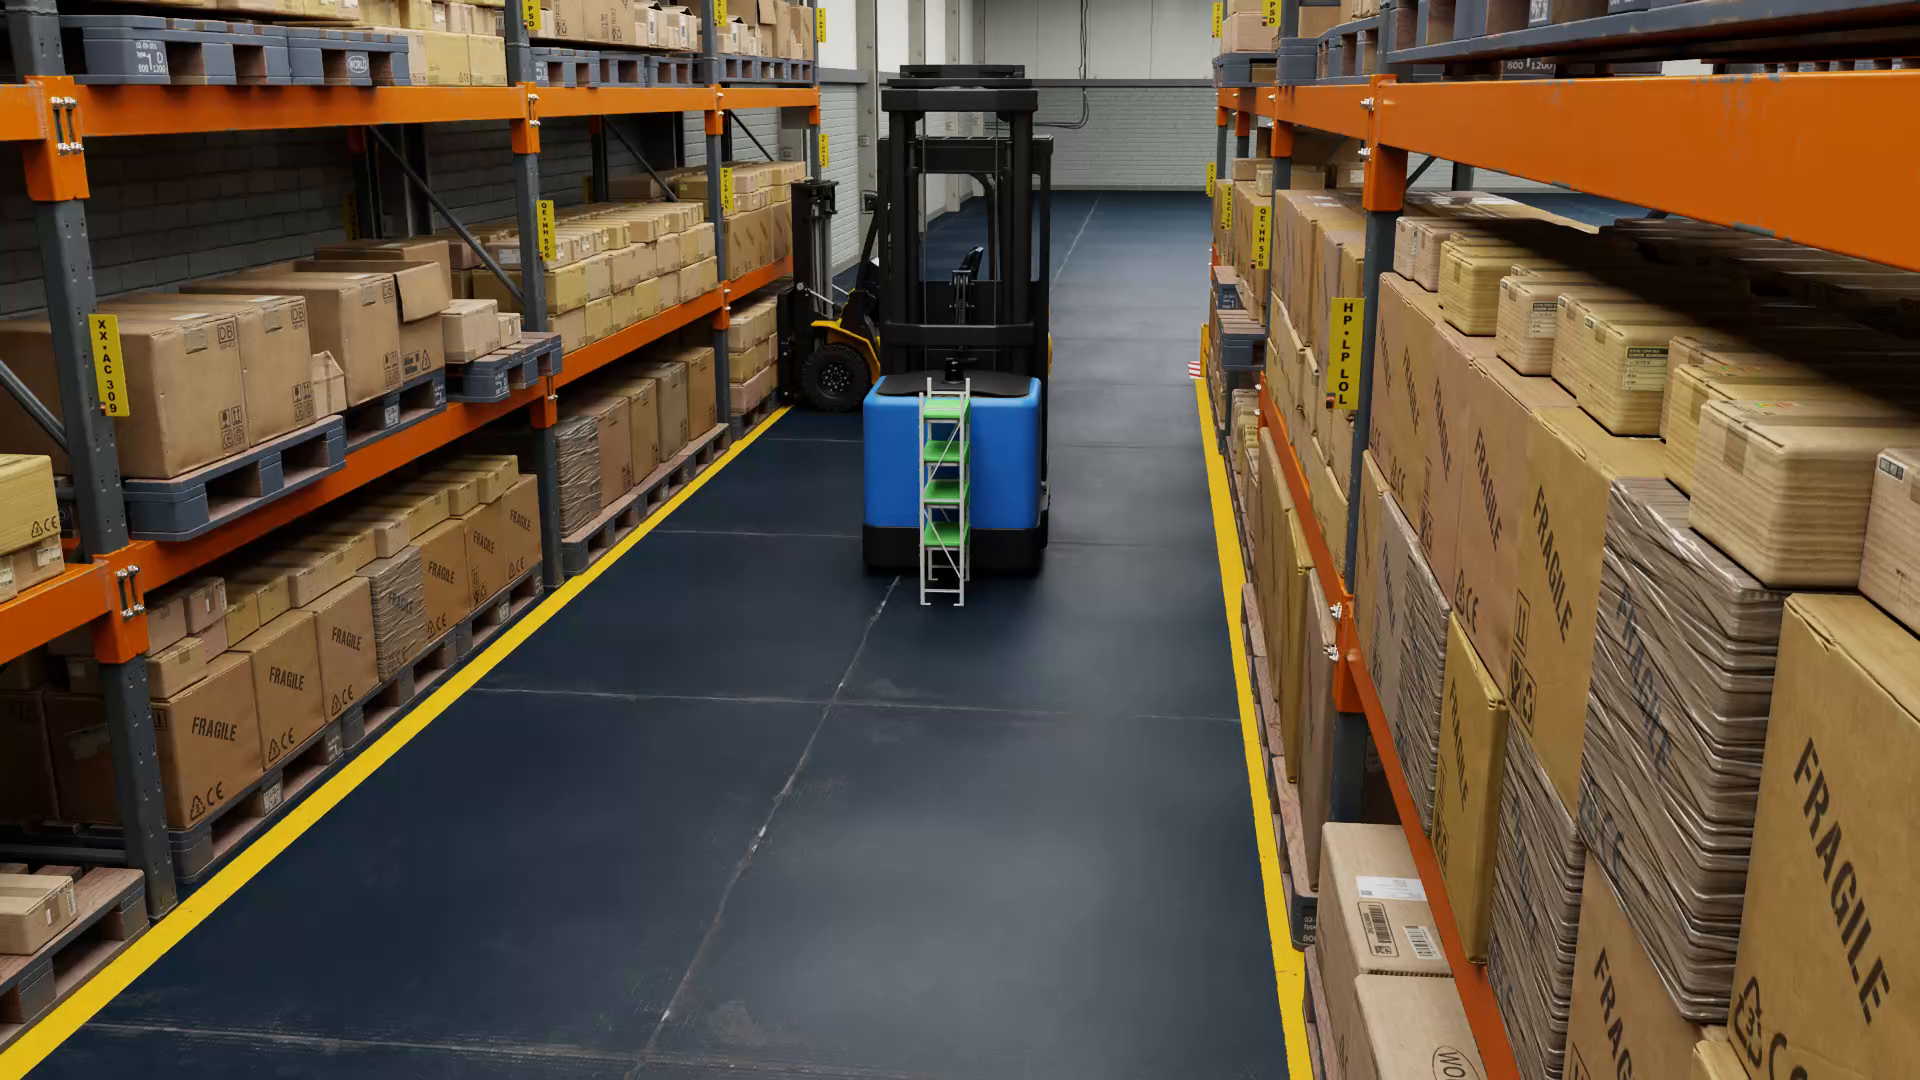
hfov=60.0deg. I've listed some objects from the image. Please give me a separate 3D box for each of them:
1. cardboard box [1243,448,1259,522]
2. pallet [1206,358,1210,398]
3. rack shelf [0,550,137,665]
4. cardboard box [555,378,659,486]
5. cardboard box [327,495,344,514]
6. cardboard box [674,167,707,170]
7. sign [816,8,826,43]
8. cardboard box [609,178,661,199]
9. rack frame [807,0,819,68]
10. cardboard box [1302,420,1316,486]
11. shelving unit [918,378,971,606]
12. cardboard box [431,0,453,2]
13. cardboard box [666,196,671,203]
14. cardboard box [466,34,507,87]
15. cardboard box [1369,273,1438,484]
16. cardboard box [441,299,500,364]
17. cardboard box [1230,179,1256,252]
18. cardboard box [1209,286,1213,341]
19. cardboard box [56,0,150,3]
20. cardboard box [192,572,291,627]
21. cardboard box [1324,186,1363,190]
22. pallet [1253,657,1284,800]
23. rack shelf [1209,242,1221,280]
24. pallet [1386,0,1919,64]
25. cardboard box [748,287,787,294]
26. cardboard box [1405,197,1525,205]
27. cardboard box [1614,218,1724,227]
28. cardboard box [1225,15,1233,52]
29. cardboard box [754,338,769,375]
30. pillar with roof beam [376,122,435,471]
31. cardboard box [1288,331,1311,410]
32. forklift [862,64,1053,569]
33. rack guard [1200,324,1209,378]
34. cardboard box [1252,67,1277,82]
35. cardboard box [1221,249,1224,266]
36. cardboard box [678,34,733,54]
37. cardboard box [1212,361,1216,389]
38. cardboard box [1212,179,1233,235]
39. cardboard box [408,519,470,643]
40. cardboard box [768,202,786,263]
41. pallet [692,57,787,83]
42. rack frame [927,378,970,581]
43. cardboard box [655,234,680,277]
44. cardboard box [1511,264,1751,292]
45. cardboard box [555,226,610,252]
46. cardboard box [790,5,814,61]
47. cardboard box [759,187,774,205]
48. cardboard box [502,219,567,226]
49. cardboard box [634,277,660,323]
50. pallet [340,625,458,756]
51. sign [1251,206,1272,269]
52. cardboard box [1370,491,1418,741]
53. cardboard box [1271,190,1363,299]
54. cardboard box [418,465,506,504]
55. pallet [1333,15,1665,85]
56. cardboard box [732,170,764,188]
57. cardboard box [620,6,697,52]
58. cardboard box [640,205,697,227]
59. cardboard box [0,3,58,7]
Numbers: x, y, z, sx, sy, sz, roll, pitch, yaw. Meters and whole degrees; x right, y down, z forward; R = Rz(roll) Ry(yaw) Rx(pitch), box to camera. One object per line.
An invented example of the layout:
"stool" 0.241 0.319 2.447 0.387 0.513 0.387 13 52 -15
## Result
"cardboard box" 2.268 -0.318 10.320 0.950 0.372 0.625 1 15 5
"pallet" 2.886 -1.545 15.971 1.003 0.211 1.213 2 15 6
"rack shelf" -3.491 0.713 3.658 1.077 0.370 4.000 2 15 6
"cardboard box" -2.588 -0.753 11.445 0.875 0.625 0.625 1 15 4
"cardboard box" -3.310 -0.171 8.290 0.380 0.149 0.250 1 15 4
"cardboard box" -2.415 -3.356 15.323 0.380 0.149 0.250 1 15 5
"sign" -1.373 -5.083 16.423 0.100 0.325 0.005 2 15 6
"cardboard box" -2.626 -2.825 13.359 0.380 0.149 0.250 2 15 6
"rack frame" -1.911 -6.162 16.210 1.000 3.000 0.127 2 15 6
"cardboard box" 1.602 -0.322 6.393 0.500 0.250 0.500 1 15 5
"shelving unit" -0.082 -0.278 9.393 0.258 1.200 0.503 1 15 4
"cardboard box" -2.673 -2.669 7.993 0.380 0.149 0.250 1 15 4
"cardboard box" -2.588 -2.747 13.639 0.380 0.149 0.250 1 15 5
"cardboard box" -2.630 -2.426 8.429 0.500 0.250 0.500 1 15 4
"cardboard box" 1.373 -0.423 4.372 0.500 0.500 0.500 2 15 7
"cardboard box" -2.611 -1.038 8.237 0.500 0.250 0.500 1 15 4
"cardboard box" 2.232 -2.364 12.094 0.500 0.500 0.500 2 15 8
"cardboard box" 2.654 -2.151 15.895 0.500 0.500 0.500 1 15 4
"cardboard box" -2.836 -1.797 5.299 0.380 0.149 0.250 2 15 7
"cardboard box" -2.971 0.240 6.770 0.380 0.149 0.250 1 15 5
"cardboard box" 2.627 -2.089 11.074 0.500 0.500 0.500 2 15 8
"pallet" 1.815 0.818 7.231 1.003 0.211 1.213 2 15 6
"rack shelf" 2.796 -2.254 14.631 1.077 0.370 4.000 2 15 6
"pallet" 1.565 -1.201 3.782 1.003 0.211 1.213 2 15 6
"cardboard box" -1.752 -2.231 15.715 0.500 0.250 0.500 2 15 7
"cardboard box" 2.271 -1.301 7.621 0.500 0.500 0.500 2 15 7
"cardboard box" 1.949 -0.763 4.387 0.380 0.149 0.250 1 15 5
"cardboard box" 2.050 -3.390 11.189 0.500 0.250 0.500 1 15 6
"cardboard box" -1.946 -1.592 14.308 0.500 0.250 0.500 2 15 6
"pillar with roof beam" 0.715 -4.325 9.416 9.100 9.000 0.400 2 15 6
"cardboard box" 1.618 -0.696 6.820 0.500 0.250 0.500 2 15 7
"forklift" 0.044 -1.578 10.881 1.130 2.935 3.031 1 15 4
"rack guard" 3.013 -1.894 16.709 1.175 0.500 0.348 2 15 6
"cardboard box" 2.302 -3.501 12.596 0.380 0.149 0.250 2 15 7
"cardboard box" 2.467 -2.451 14.461 0.380 0.149 0.250 2 15 7
"cardboard box" -2.010 -3.913 13.127 0.380 0.149 0.250 2 15 7
"cardboard box" 2.542 -1.521 15.002 0.500 0.250 0.500 3 15 10
"cardboard box" 2.693 -3.198 15.979 0.500 0.500 0.500 1 15 5
"cardboard box" -2.771 0.194 8.181 0.500 0.500 0.500 2 15 9
"cardboard box" -1.877 -2.781 15.007 0.500 0.500 0.500 2 15 7
"pallet" -2.152 -4.171 14.764 1.003 0.211 1.213 2 15 6
"rack frame" -0.065 -0.342 9.628 0.240 1.200 0.015 1 15 4
"cardboard box" -2.278 -1.996 11.627 0.500 0.250 0.500 2 15 7
"cardboard box" 1.280 -0.445 3.212 0.380 0.149 0.250 2 15 6
"cardboard box" -2.437 -1.897 10.497 0.380 0.149 0.250 2 15 7
"cardboard box" -1.719 -4.891 16.069 0.500 0.500 0.500 2 15 8
"cardboard box" -1.871 -3.065 14.816 0.380 0.149 0.250 1 15 5
"cardboard box" -2.824 -2.041 11.030 0.380 0.149 0.250 2 15 8
"cardboard box" -2.348 -1.625 11.212 0.500 0.250 0.500 2 15 8
"pallet" -3.076 0.663 7.804 1.003 0.211 1.213 2 15 6
"sign" 1.579 -1.580 8.691 0.100 0.325 0.005 2 15 6
"cardboard box" 1.294 0.188 4.029 0.500 0.500 0.500 2 15 7
"cardboard box" 1.820 -1.456 8.192 0.500 0.500 0.500 1 15 4
"cardboard box" -2.618 -0.293 8.740 0.380 0.149 0.250 1 15 3
"pallet" 1.722 -1.603 5.464 0.805 0.209 1.217 1 15 4
"cardboard box" -1.954 -3.209 14.778 0.380 0.149 0.250 2 15 6
"cardboard box" -2.202 -3.689 11.987 0.500 0.311 0.500 1 15 4
"cardboard box" -2.191 -2.427 12.457 0.380 0.149 0.250 1 15 5
"cardboard box" -3.297 -1.877 5.594 0.380 0.149 0.250 2 15 8
